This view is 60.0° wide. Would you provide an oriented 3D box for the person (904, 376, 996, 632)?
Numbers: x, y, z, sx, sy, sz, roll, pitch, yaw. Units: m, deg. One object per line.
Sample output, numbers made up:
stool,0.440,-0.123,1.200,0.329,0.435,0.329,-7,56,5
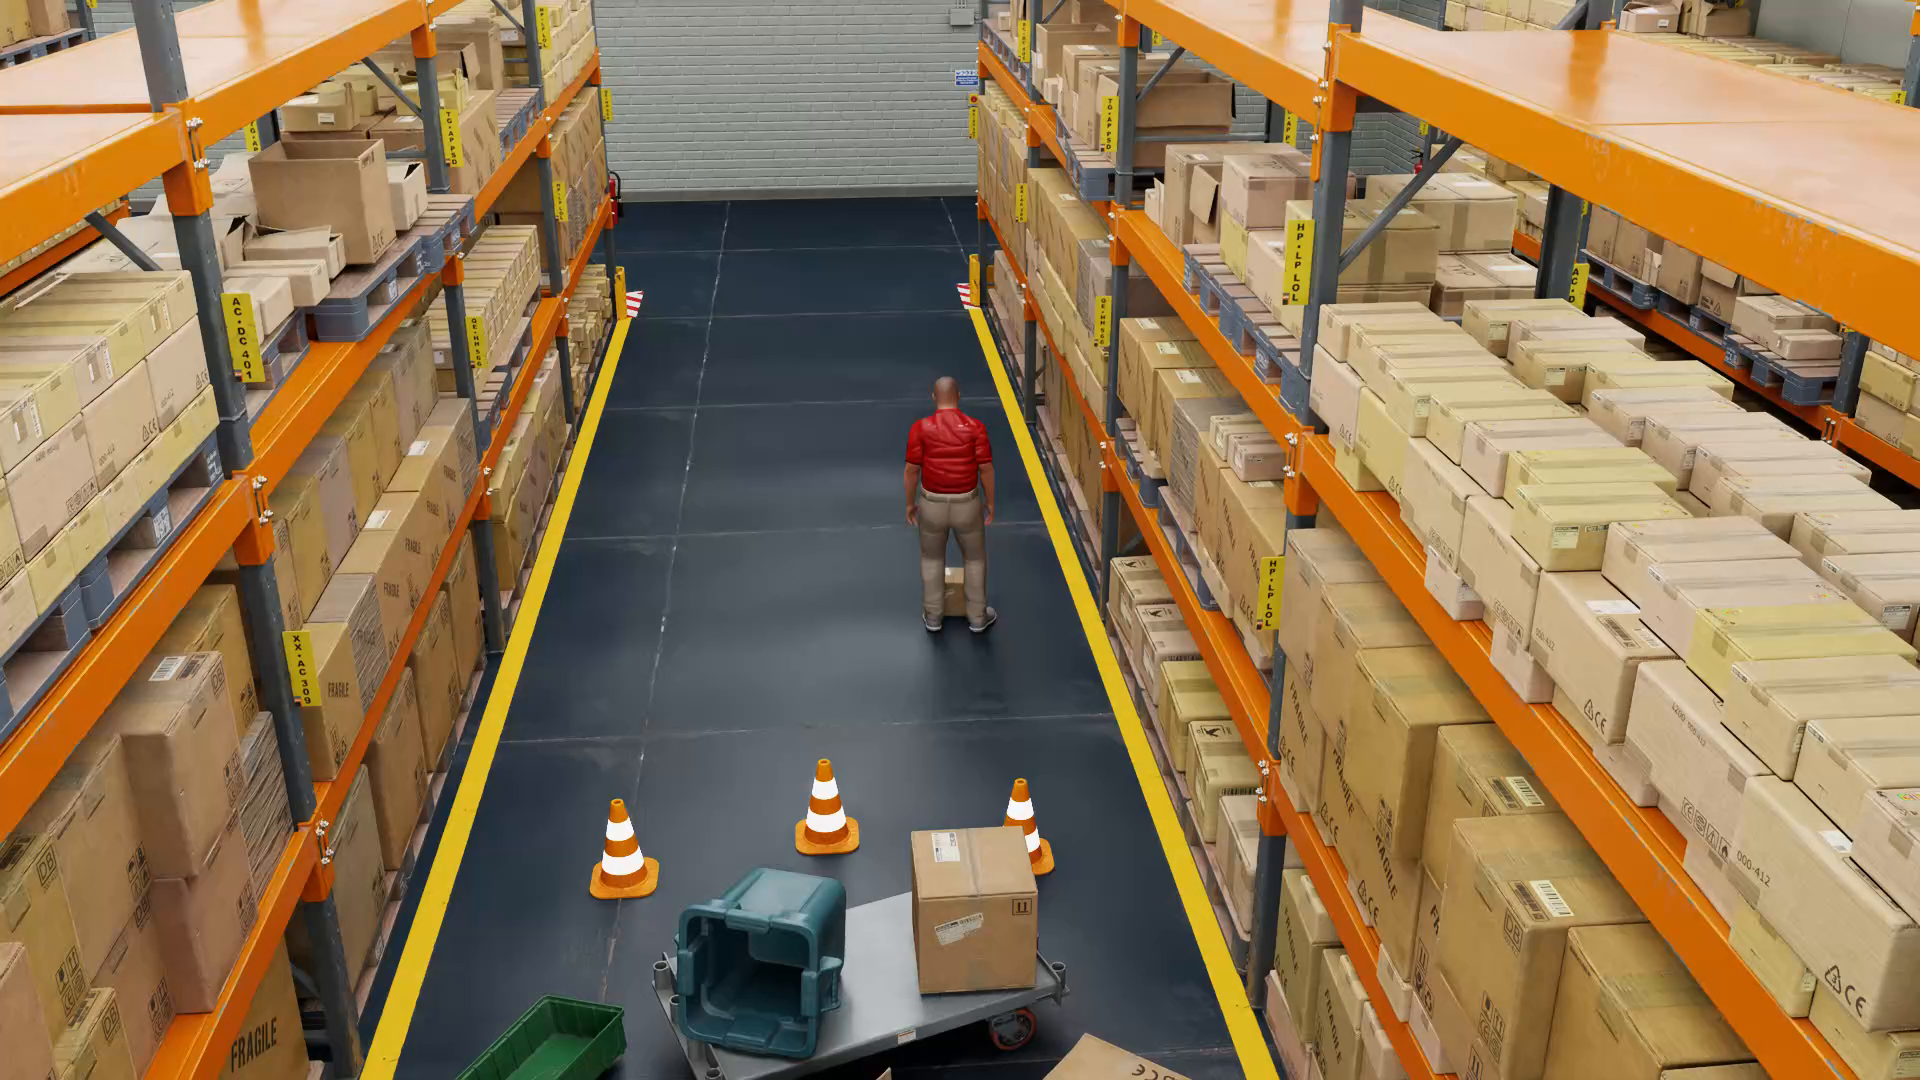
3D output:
person,-0.059,-0.222,10.852,0.602,1.726,0.393,1,24,3
